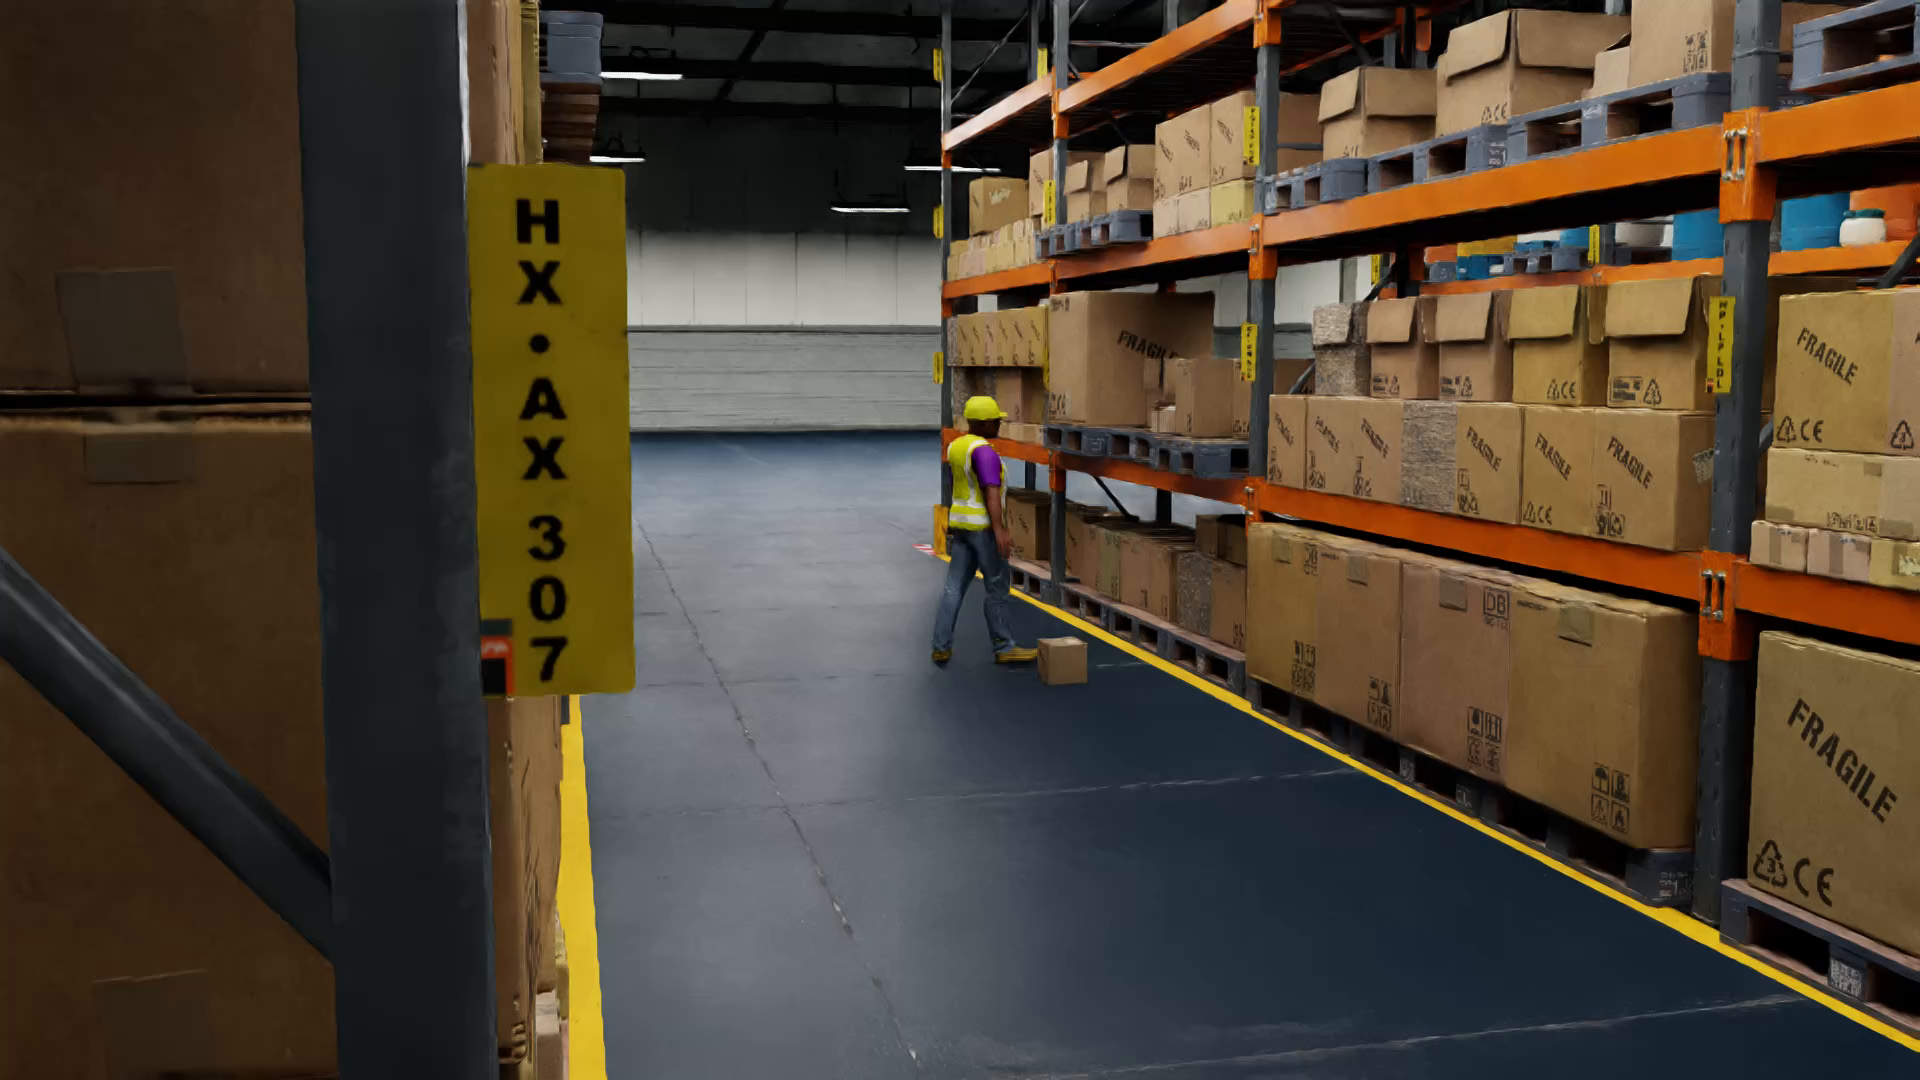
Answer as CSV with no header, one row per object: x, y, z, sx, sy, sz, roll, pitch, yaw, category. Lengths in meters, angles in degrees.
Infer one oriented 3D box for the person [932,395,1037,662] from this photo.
0.184,-0.067,10.945,0.665,1.763,0.789,-3,7,-30,person
